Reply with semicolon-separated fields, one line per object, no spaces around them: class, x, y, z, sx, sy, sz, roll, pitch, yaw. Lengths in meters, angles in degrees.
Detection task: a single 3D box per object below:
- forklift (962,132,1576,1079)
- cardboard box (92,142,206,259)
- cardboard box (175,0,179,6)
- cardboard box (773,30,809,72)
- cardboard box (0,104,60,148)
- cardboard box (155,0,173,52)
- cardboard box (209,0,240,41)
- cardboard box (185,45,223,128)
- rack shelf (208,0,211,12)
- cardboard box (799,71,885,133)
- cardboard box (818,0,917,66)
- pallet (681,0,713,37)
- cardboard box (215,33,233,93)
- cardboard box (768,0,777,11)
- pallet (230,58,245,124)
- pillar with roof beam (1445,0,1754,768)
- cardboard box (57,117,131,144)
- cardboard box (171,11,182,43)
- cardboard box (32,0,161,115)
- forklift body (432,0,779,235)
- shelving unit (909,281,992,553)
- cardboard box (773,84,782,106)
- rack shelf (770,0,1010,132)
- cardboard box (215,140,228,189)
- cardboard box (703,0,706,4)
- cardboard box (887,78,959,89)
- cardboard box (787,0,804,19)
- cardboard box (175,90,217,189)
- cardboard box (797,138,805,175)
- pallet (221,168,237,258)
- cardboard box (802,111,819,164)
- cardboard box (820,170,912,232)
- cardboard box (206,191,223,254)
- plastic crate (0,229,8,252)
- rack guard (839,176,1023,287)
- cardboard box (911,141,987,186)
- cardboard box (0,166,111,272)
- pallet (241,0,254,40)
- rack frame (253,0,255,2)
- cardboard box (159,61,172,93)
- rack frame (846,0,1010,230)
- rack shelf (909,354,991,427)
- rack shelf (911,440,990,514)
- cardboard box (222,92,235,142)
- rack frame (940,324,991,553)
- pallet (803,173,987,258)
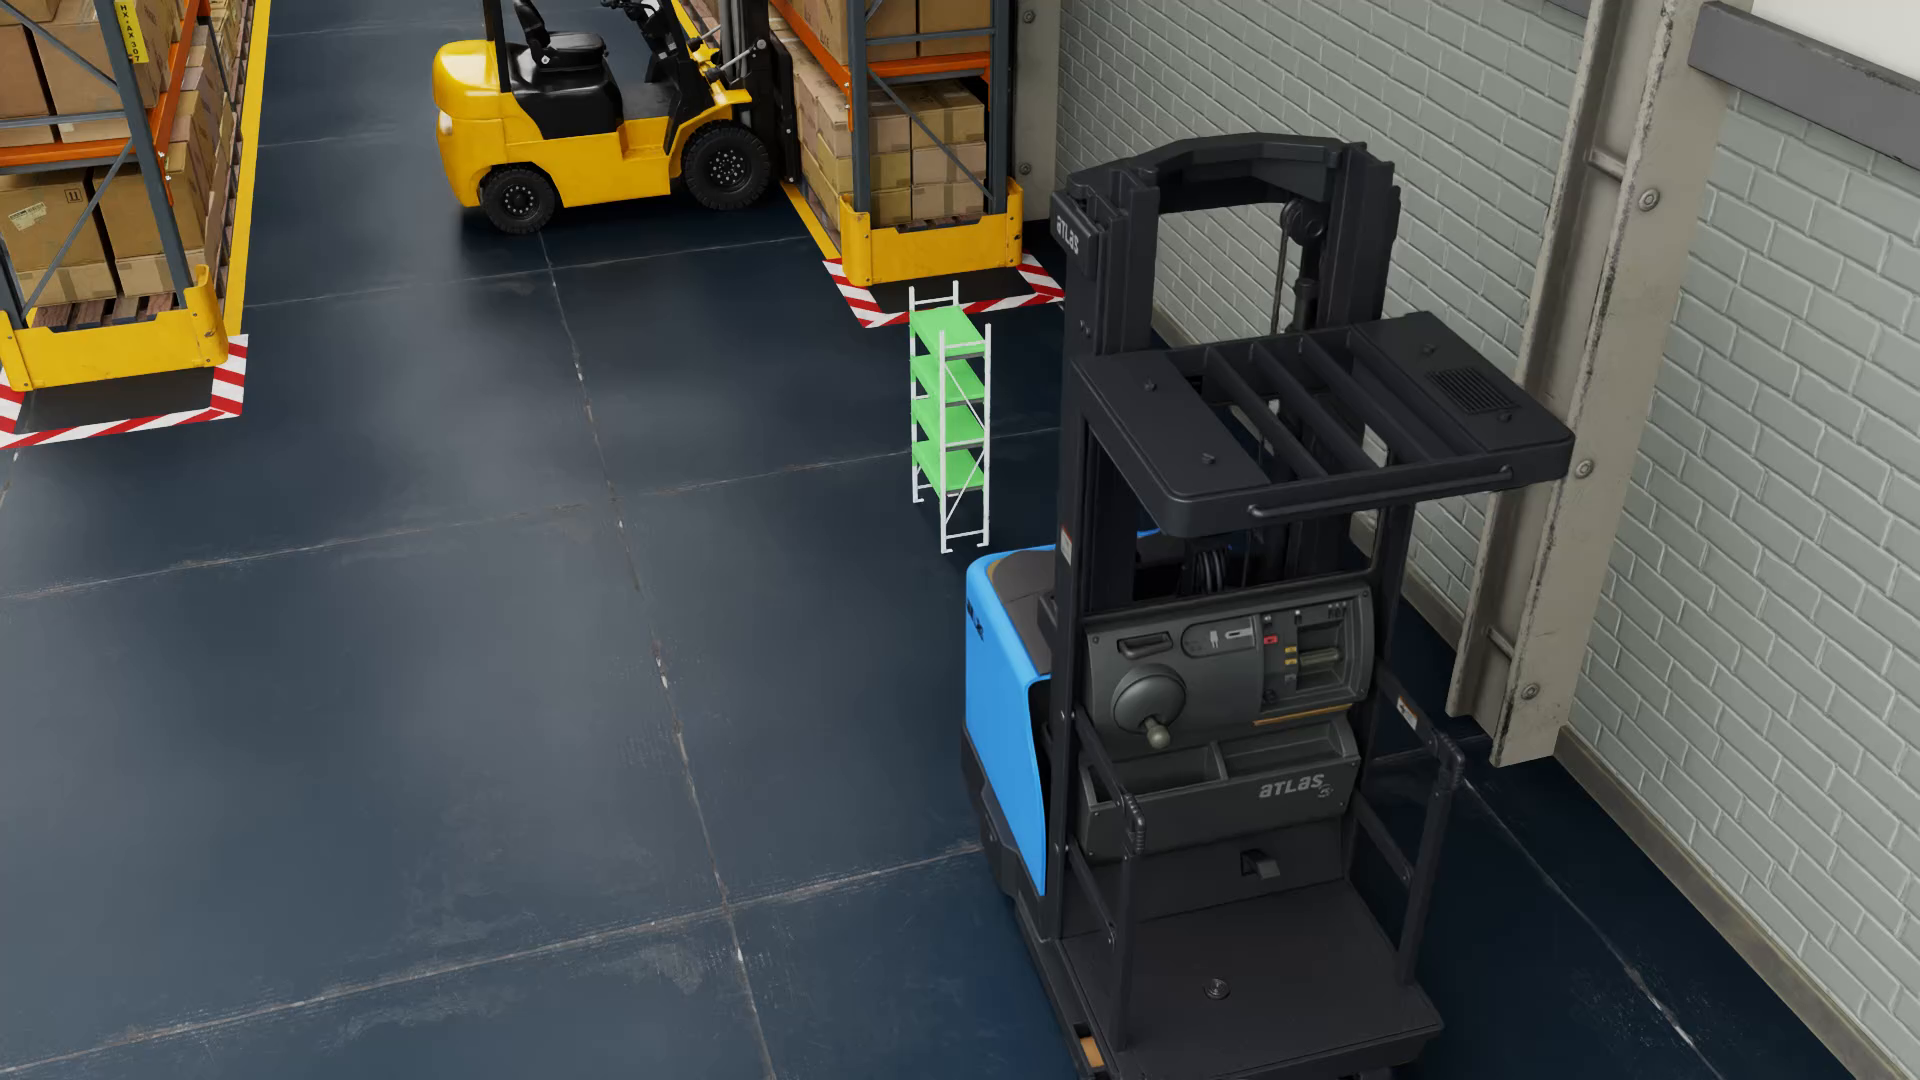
forklift;0.895;0.445;4.917;1.130;2.935;3.031;-9;34;-13
cardboard box;-4.905;-2.064;10.086;0.500;0.500;0.500;-11;35;-16
cardboard box;-5.437;-3.775;10.881;0.500;0.500;0.500;-9;35;-13
cardboard box;-1.099;-3.510;12.047;0.500;0.250;0.500;-11;35;-16
cardboard box;-5.233;-2.297;9.233;0.380;0.149;0.250;-9;34;-13
cardboard box;-5.113;-3.241;10.073;0.500;0.500;0.500;-11;35;-16
cardboard box;-6.734;-4.437;14.246;0.950;0.372;0.625;-9;34;-13
cardboard box;-5.542;-3.150;11.729;0.500;0.500;0.500;-9;35;-14
rack shelf;-6.745;-5.091;13.886;1.077;0.370;4.000;-10;35;-15
cardboard box;-0.788;-2.979;11.244;0.500;0.250;0.500;-9;35;-14
cardboard box;-0.589;-3.334;10.484;0.500;0.500;0.500;-11;35;-16
pallet;-2.047;-5.036;15.680;1.003;0.211;1.213;-10;35;-15
cardboard box;-6.297;-3.695;13.124;0.950;0.372;0.625;-10;35;-14
cardboard box;-1.414;-4.046;12.859;0.500;0.250;0.500;-10;35;-15
pallet;-6.374;-3.586;13.486;1.003;0.211;1.213;-10;35;-15
pillar with roof beam;-1.813;-2.224;3.453;9.100;9.000;0.400;-10;35;-15
cardboard box;-4.821;-2.349;9.313;0.380;0.149;0.250;-10;35;-15
cardboard box;-5.271;-3.318;10.778;0.380;0.149;0.250;-10;35;-14
cardboard box;-4.795;-2.702;9.258;0.500;0.500;0.500;-11;35;-15
forklift body;-2.505;-3.413;11.463;2.313;2.155;1.214;-10;35;-15
shelving unit;-0.051;-0.587;8.051;0.258;1.200;0.503;-10;35;-15
cardboard box;-1.105;-3.313;12.203;0.500;0.250;0.500;-10;35;-15
rack shelf;-0.799;-3.828;11.974;1.077;0.370;4.000;-10;35;-15
cardboard box;-5.376;-2.558;11.514;0.500;0.250;0.500;-9;35;-14
cardboard box;-2.040;-5.438;15.531;0.875;0.625;0.625;-11;35;-17
cardboard box;-0.311;-3.069;11.380;0.500;0.250;0.500;-10;35;-15
cardboard box;-0.895;-3.877;11.305;0.500;0.500;0.500;-11;35;-16
cardboard box;-5.214;-2.603;10.901;0.500;0.500;0.500;-9;35;-14
cardboard box;-0.920;-2.826;11.919;0.500;0.250;0.500;-10;35;-14
pallet;-5.521;-2.190;11.372;1.003;0.211;1.213;-10;35;-15
cardboard box;-0.778;-2.783;11.400;0.500;0.250;0.500;-10;35;-15
cardboard box;-0.633;-2.299;11.122;0.500;0.250;0.500;-10;35;-14
cardboard box;-5.046;-2.008;10.682;0.500;0.250;0.500;-9;34;-13
plastic crate;-6.437;-2.161;11.448;0.402;0.080;0.583;-23;40;-31
rack guard;-0.182;-2.022;10.857;1.175;0.500;0.348;-10;35;-15
cardboard box;-0.135;-2.596;11.118;0.500;0.250;0.500;-9;35;-14
cardboard box;-5.408;-1.959;9.927;0.500;0.500;0.500;-10;35;-14
pallet;-7.118;-4.867;15.425;1.003;0.211;1.213;-10;35;-15
rack frame;-7.355;-6.441;15.277;1.000;3.000;0.127;-10;35;-15
cardboard box;-4.949;-2.774;9.954;0.380;0.149;0.250;-9;35;-14
rack frame;-0.189;-3.078;10.187;1.000;3.000;0.127;-10;35;-15
rack shelf;-0.051;-0.734;7.954;0.258;0.148;0.480;-10;35;-15
rack shelf;-0.051;-0.334;8.218;0.258;0.148;0.480;-10;35;-15
cardboard box;-5.699;-3.104;12.340;0.500;0.250;0.500;-8;34;-13
rack frame;0.024;-0.459;7.857;0.240;1.200;0.015;-10;35;-15
pallet;-0.462;-2.309;11.553;1.003;0.211;1.213;-10;35;-15
